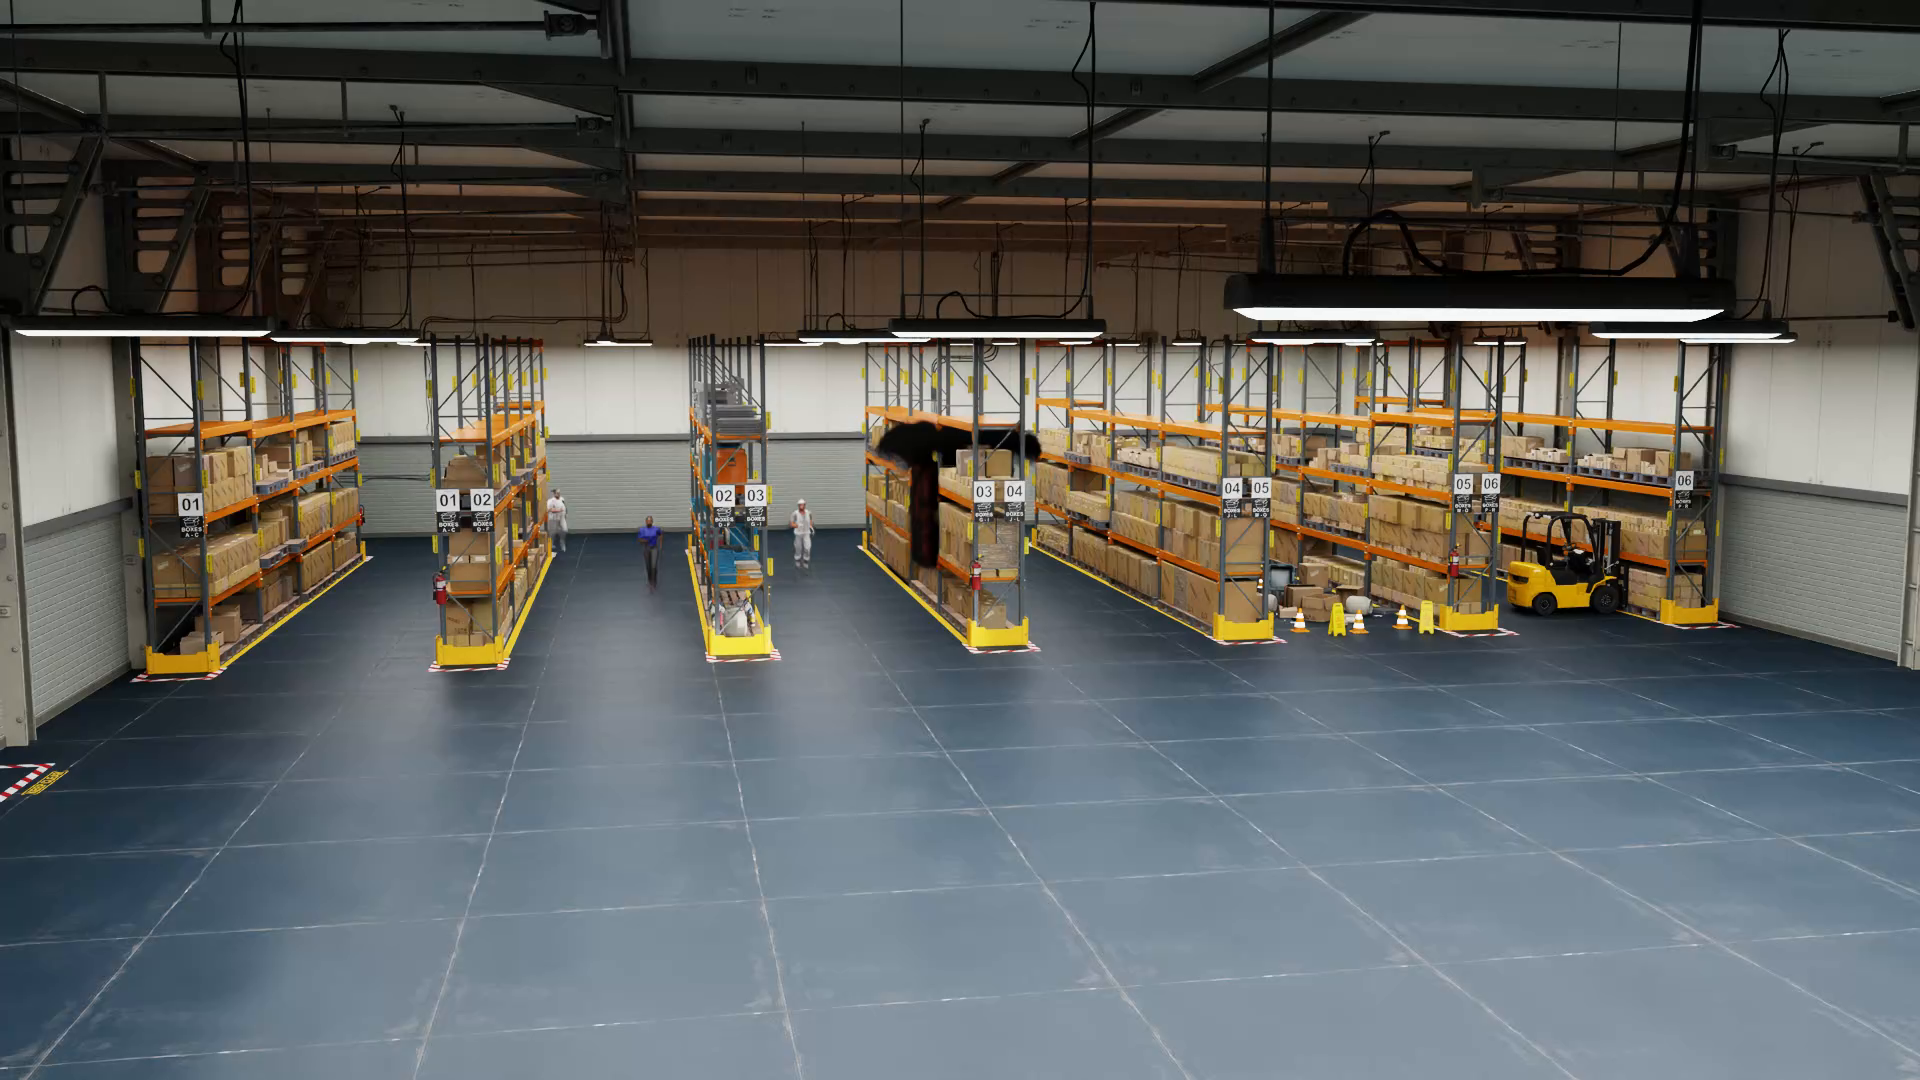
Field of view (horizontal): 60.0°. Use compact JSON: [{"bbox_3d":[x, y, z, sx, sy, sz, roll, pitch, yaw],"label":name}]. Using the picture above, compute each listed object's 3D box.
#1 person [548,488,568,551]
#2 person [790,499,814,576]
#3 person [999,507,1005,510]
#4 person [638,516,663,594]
[{"bbox_3d":[-11.464,-0.568,47.375,0.629,1.837,0.855,-6,9,-40],"label":"person"},{"bbox_3d":[-3.860,-0.066,40.790,0.638,1.884,0.824,-2,7,-17],"label":"person"},{"bbox_3d":[1.174,-0.617,47.804,0.710,1.761,0.637,-1,7,-7],"label":"person"},{"bbox_3d":[-7.069,0.314,37.959,0.521,1.752,0.820,0,7,-2],"label":"person"}]
